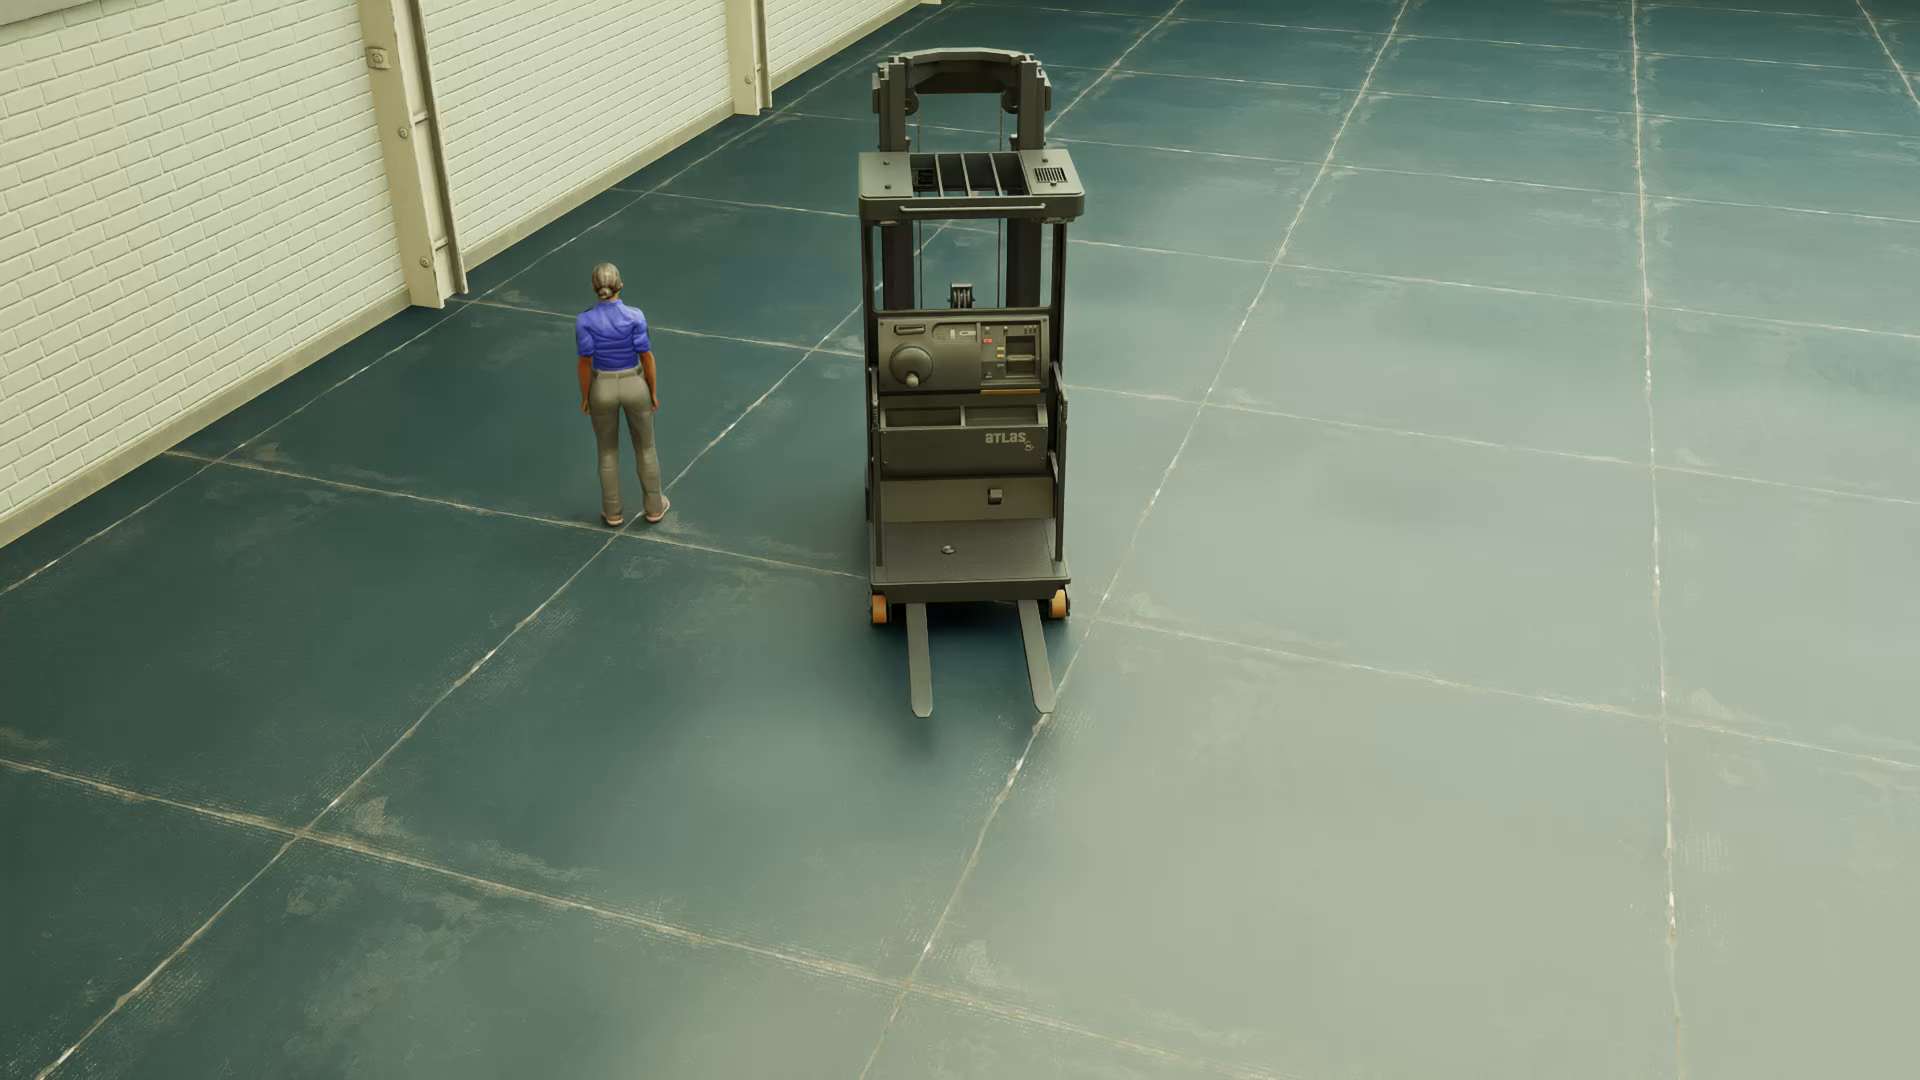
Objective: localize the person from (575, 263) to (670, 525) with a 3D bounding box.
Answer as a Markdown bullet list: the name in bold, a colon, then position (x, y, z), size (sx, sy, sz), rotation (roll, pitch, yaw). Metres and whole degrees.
- **person**: position (-2.041, -0.874, 9.958), size (0.465, 1.661, 0.315), rotation (-6, 30, -10)

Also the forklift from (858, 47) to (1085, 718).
- **forklift**: position (0.035, -0.972, 8.842), size (1.130, 2.935, 3.031), rotation (-2, 30, -3)
